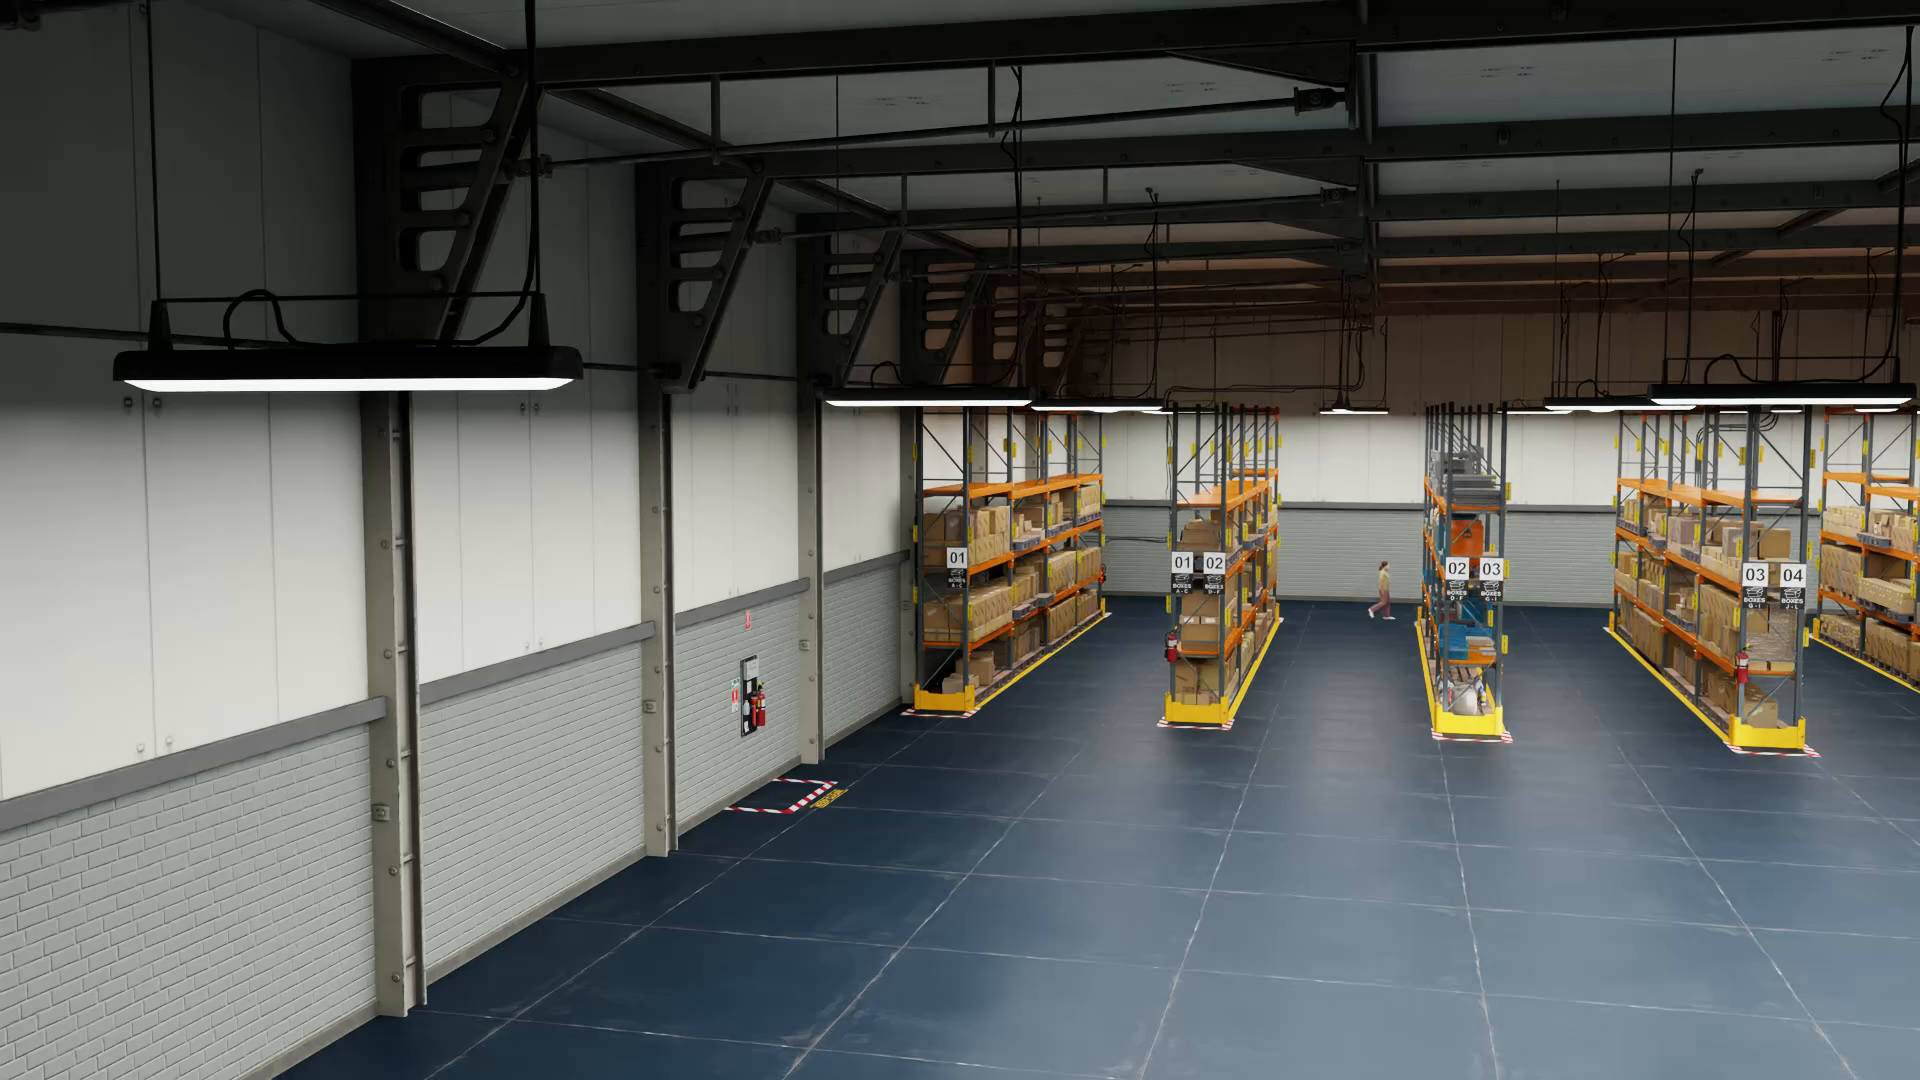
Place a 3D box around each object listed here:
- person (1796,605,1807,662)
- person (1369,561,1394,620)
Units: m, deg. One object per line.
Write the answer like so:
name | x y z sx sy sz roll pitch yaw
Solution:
person | 19.565 2.018 38.987 0.569 1.609 1.001 2 4 20
person | 11.899 1.421 46.904 0.672 1.665 0.491 2 5 24
